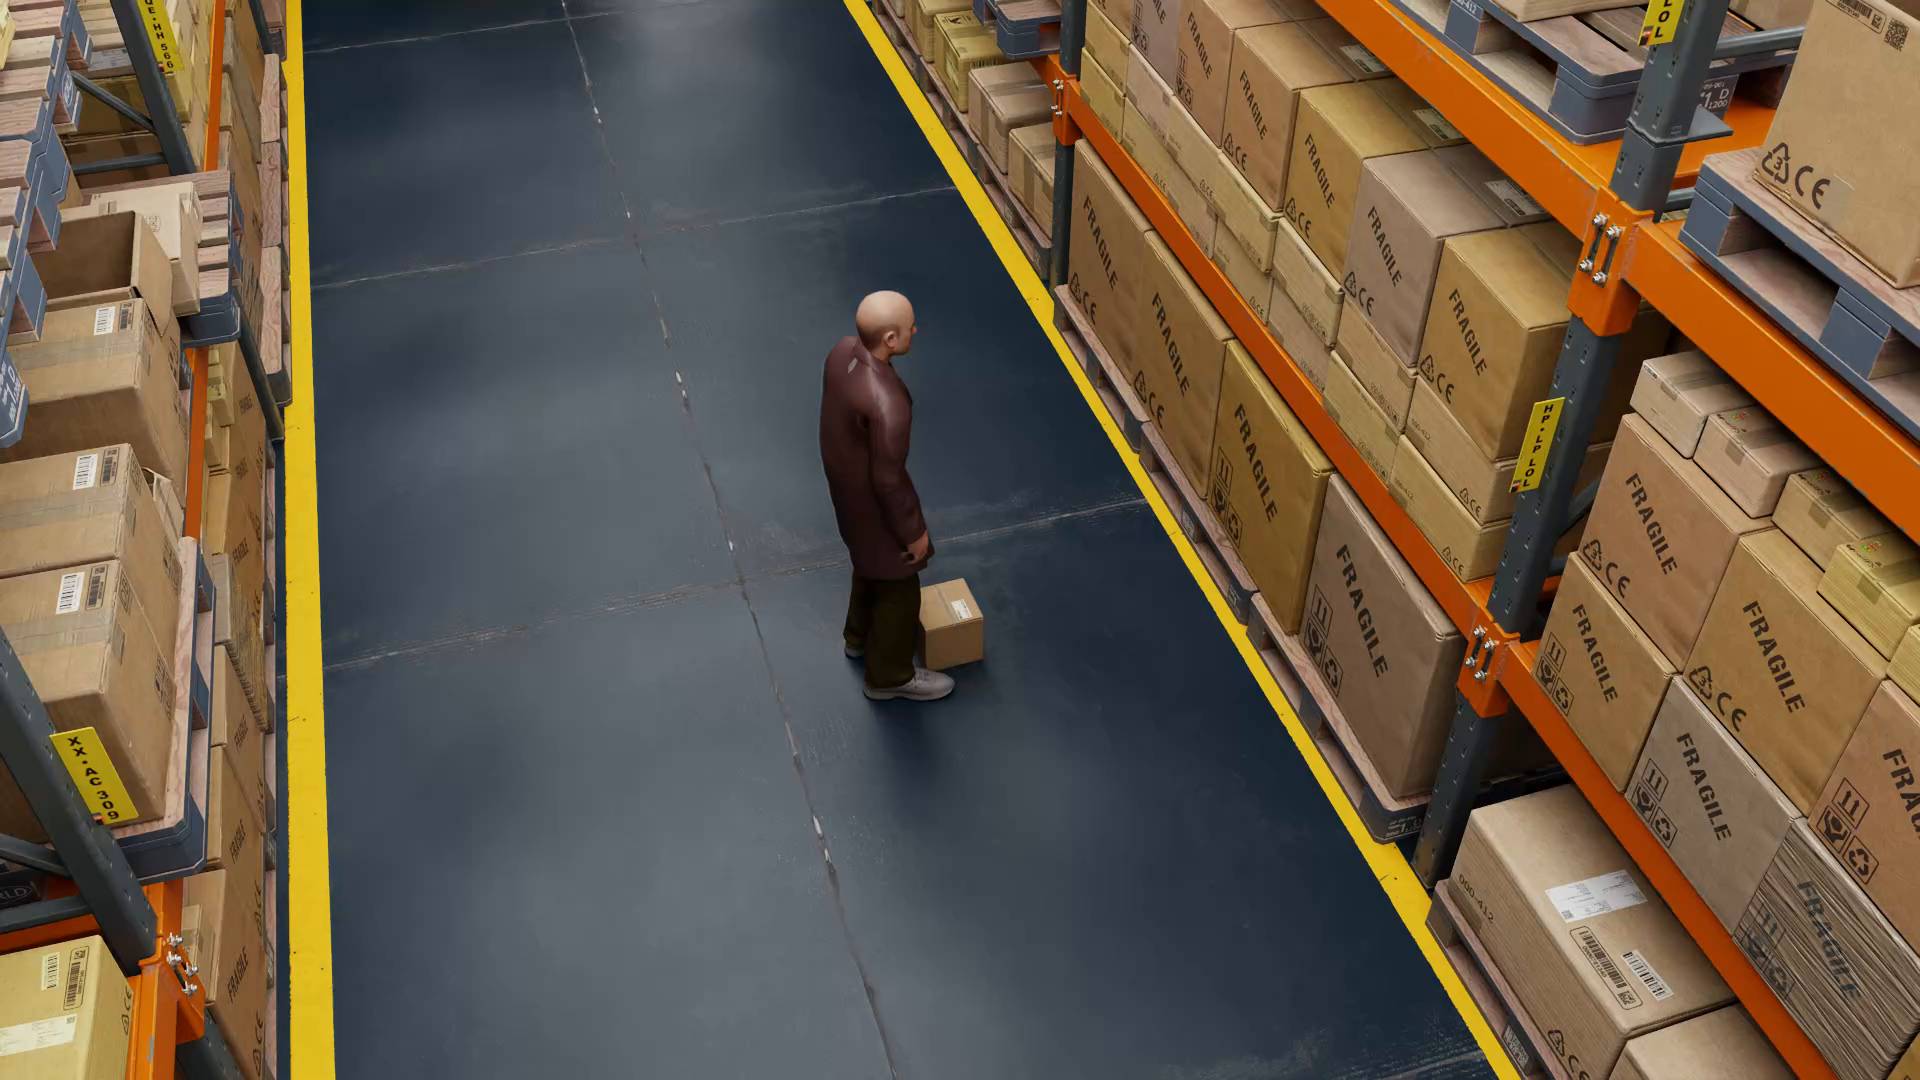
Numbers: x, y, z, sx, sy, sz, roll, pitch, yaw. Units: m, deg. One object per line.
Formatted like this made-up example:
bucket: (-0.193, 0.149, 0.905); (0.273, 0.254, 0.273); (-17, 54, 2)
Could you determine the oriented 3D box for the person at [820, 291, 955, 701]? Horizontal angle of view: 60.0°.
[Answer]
person: (-0.303, -0.170, 6.362); (0.418, 1.774, 0.656); (-14, 43, -15)
